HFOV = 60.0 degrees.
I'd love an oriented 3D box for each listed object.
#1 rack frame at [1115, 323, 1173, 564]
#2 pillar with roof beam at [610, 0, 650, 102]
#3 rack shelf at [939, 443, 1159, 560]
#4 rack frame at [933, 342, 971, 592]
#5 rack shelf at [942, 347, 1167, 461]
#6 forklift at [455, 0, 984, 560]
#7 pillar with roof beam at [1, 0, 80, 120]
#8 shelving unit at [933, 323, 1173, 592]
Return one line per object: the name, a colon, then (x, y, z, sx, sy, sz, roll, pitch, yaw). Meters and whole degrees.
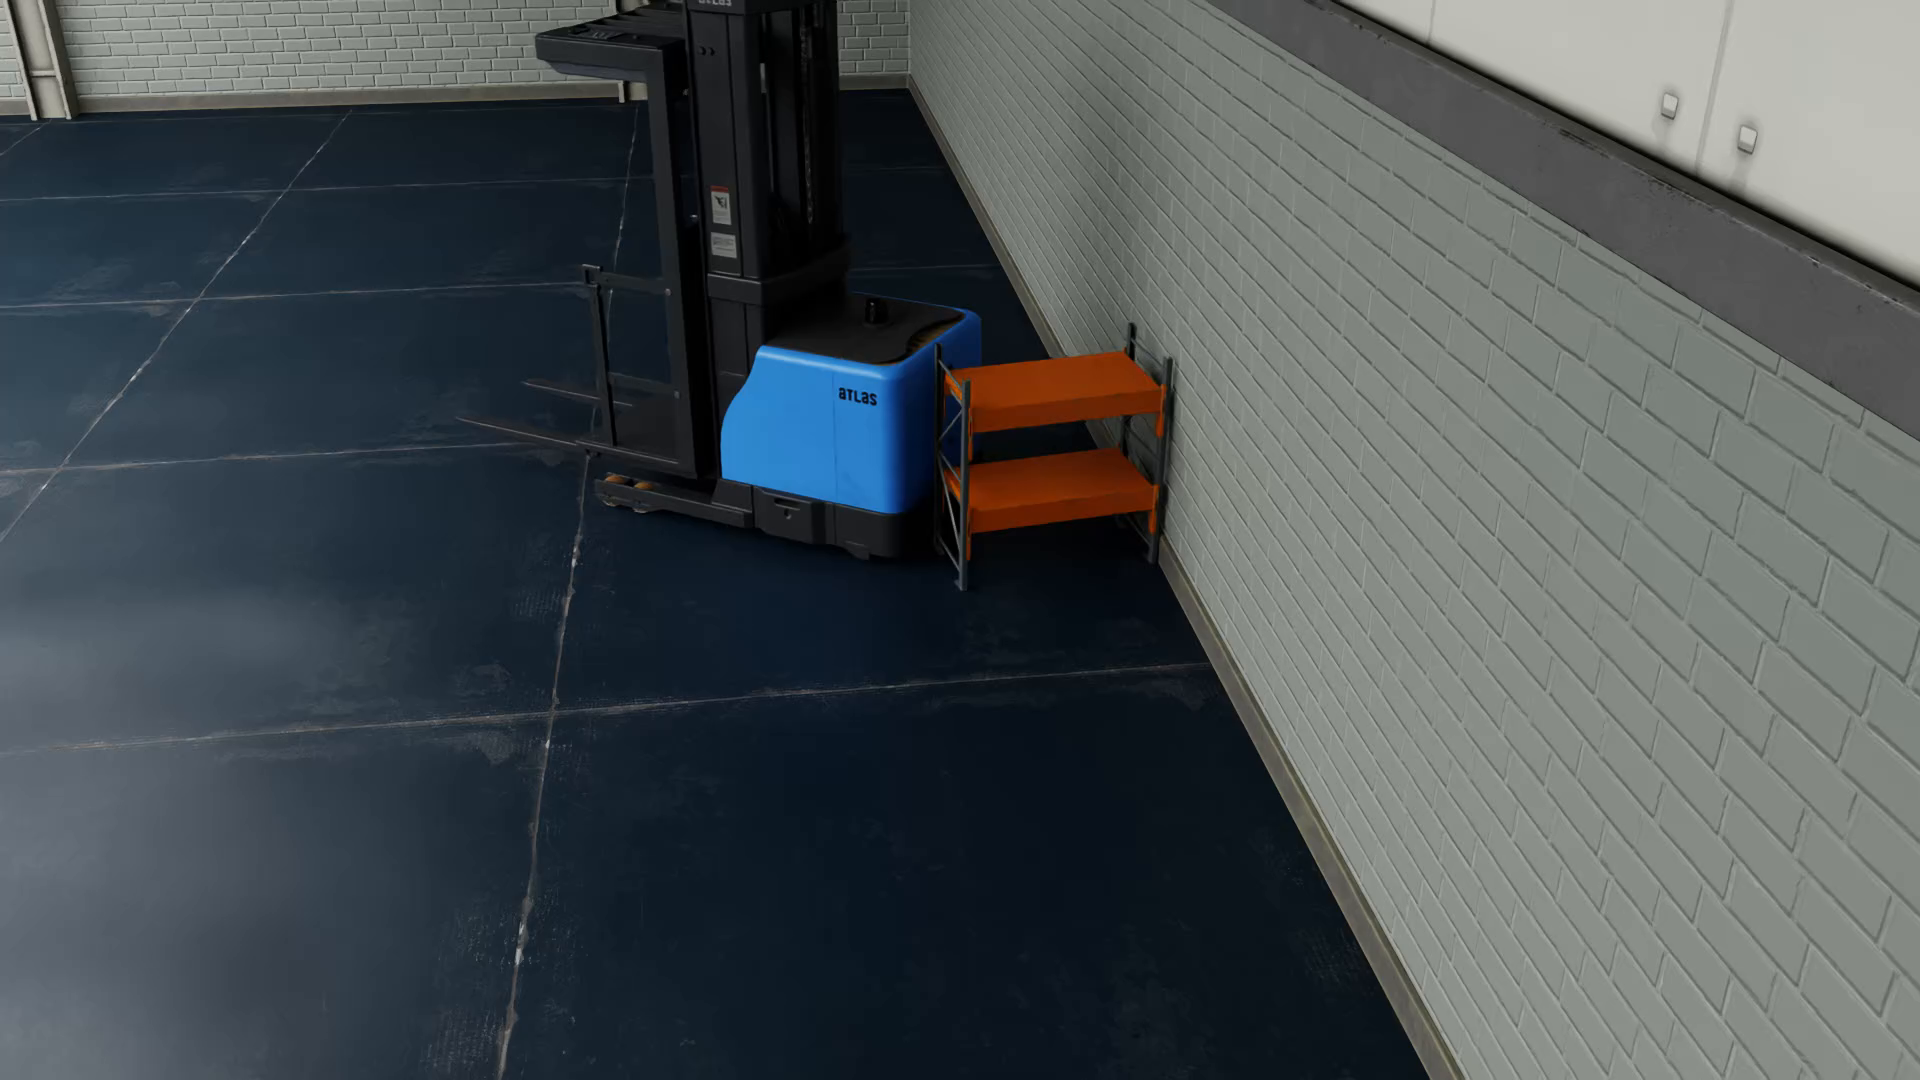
rack frame: (0.927, -0.488, 8.453, 0.032, 1.125, 0.500, -8, 30, -15)
pillar with roof beam: (-2.903, -6.871, 12.284, 0.400, 9.000, 9.100, -4, 27, -7)
rack shelf: (0.438, -0.207, 8.435, 1.000, 0.278, 0.538, -8, 30, -15)
rack frame: (-0.044, -0.356, 8.184, 0.032, 1.125, 0.500, -8, 30, -15)
rack shelf: (0.445, -0.679, 8.179, 1.000, 0.278, 0.538, -8, 30, -15)
forklift: (-1.427, -1.651, 8.757, 3.031, 2.935, 1.130, 13, 30, 23)
pillar with roof beam: (-8.845, -6.490, 11.540, 0.400, 9.000, 9.100, -4, 27, -7)
shelving unit: (0.441, -0.422, 8.318, 1.048, 1.125, 0.538, -8, 30, -15)
